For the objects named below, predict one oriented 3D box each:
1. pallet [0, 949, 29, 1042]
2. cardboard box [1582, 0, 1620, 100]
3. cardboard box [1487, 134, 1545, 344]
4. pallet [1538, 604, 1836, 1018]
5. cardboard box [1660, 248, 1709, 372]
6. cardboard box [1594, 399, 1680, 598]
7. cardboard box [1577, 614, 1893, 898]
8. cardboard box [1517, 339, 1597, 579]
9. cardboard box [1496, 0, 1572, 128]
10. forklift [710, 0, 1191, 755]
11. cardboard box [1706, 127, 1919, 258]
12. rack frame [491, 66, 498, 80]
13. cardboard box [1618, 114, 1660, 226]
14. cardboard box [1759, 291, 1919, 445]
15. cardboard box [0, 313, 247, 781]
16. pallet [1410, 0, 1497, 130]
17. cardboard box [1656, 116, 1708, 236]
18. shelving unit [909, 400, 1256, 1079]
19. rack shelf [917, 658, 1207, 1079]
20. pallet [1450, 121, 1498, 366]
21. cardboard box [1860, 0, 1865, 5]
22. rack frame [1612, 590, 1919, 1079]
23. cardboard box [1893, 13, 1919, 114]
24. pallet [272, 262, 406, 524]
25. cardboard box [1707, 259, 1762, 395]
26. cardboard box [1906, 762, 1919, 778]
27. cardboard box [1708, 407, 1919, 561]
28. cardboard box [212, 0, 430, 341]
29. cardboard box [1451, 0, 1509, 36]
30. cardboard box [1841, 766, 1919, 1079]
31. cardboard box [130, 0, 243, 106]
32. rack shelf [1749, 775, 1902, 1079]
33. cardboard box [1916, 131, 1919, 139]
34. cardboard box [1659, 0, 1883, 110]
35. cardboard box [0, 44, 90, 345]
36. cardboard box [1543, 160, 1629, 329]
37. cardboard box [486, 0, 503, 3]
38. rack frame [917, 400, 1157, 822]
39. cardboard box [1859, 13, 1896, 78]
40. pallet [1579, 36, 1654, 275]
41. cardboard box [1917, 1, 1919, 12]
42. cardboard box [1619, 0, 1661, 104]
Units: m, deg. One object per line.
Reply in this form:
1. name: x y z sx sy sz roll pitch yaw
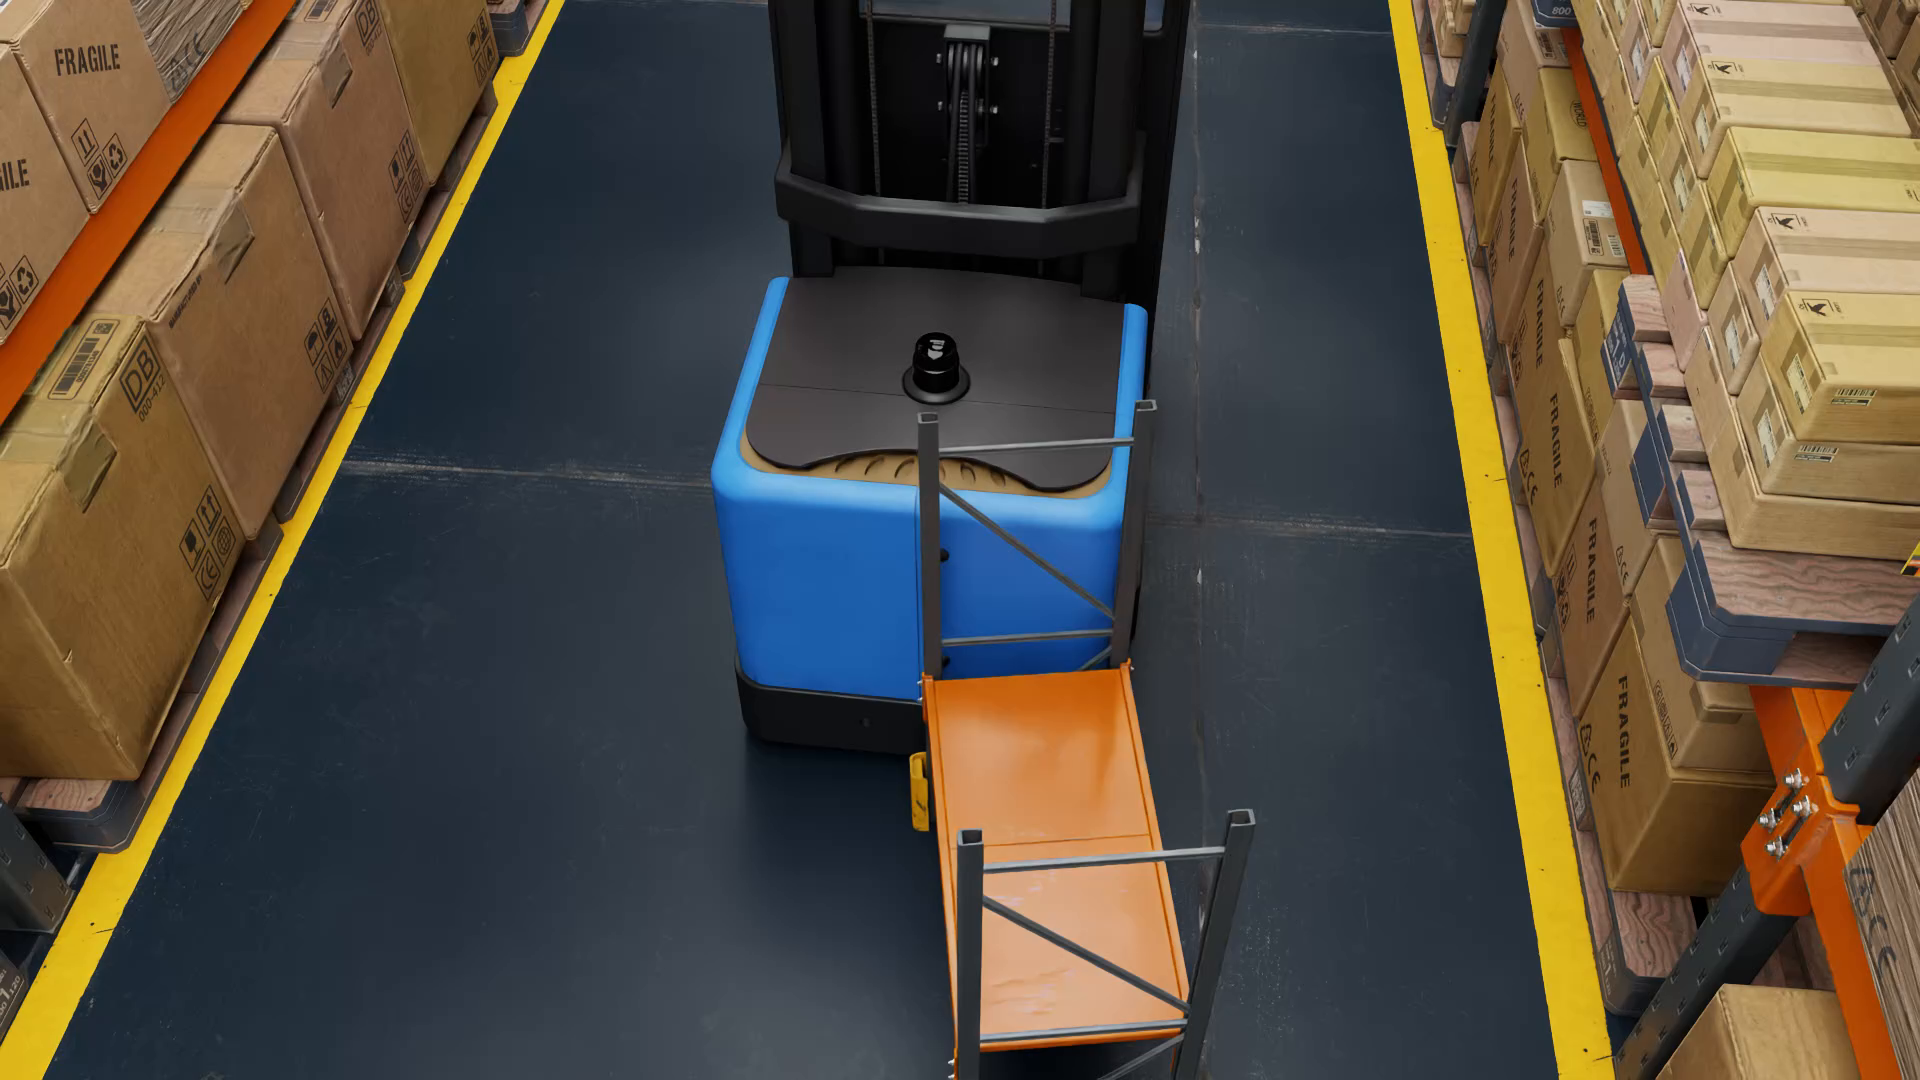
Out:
1. pallet: -2.910 1.450 3.781 1.003 0.211 1.213 4 48 4
2. cardboard box: 1.824 -1.251 4.247 0.380 0.149 0.250 2 48 2
3. cardboard box: 2.080 -0.981 5.524 0.500 0.500 0.500 6 48 5
4. pallet: 2.166 0.709 4.458 1.003 0.211 1.213 4 48 4
5. cardboard box: 1.728 -0.480 3.542 0.380 0.149 0.250 5 48 4
6. cardboard box: 1.929 -0.101 4.211 0.500 0.250 0.500 4 48 4
7. cardboard box: 1.893 0.543 4.130 0.500 0.500 0.500 4 48 3
8. cardboard box: 1.976 -0.228 4.835 0.500 0.500 0.500 2 48 2
9. cardboard box: 2.127 -1.623 5.603 0.500 0.250 0.500 2 48 2
10. forklift: 0.076 -1.451 4.590 1.130 2.935 3.031 5 48 5
11. cardboard box: 1.730 -0.683 3.325 0.380 0.149 0.250 5 48 5
12. rack frame: -2.473 -3.005 5.966 1.000 3.000 0.127 4 48 4
13. cardboard box: 1.777 -0.860 3.890 0.380 0.149 0.250 2 48 2
14. cardboard box: 1.681 -0.307 2.980 0.380 0.149 0.250 2 48 2
15. cardboard box: -2.754 0.004 4.369 1.225 0.875 0.875 2 48 2
16. pallet: 2.483 -2.152 7.075 1.003 0.211 1.213 4 48 4
17. cardboard box: 1.752 -0.782 3.617 0.380 0.149 0.250 4 48 4
18. shelving unit: 0.202 0.605 3.680 0.587 1.500 1.083 -3 48 -3
19. rack shelf: 0.203 0.733 3.807 0.538 0.185 1.000 -3 48 -3
20. pallet: 2.388 -1.084 6.098 1.003 0.211 1.213 4 48 4
21. cardboard box: 2.501 -1.480 4.255 0.380 0.149 0.250 4 48 4
22. rack frame: 2.093 0.342 2.904 1.000 3.000 0.127 4 48 4
23. cardboard box: 2.453 -1.103 3.910 0.380 0.149 0.250 3 48 3
24. pallet: -2.576 -0.593 5.649 1.003 0.211 1.213 4 48 4
25. cardboard box: 1.707 -0.405 3.272 0.380 0.149 0.250 5 48 5
26. cardboard box: 2.397 0.301 3.844 0.500 0.250 0.500 2 48 2
27. cardboard box: 1.680 -0.108 3.202 0.380 0.149 0.250 5 48 4
28. cardboard box: -2.592 -1.301 5.563 1.225 0.875 0.875 2 48 2
29. cardboard box: 2.170 -2.130 6.611 0.380 0.149 0.250 5 48 4
30. cardboard box: 1.783 0.620 2.582 0.500 0.500 0.500 4 48 4
31. cardboard box: -2.386 -1.561 4.578 0.500 0.500 0.500 4 48 4
32. rack shelf: 1.911 2.055 1.826 1.077 0.370 4.000 4 48 4
33. cardboard box: 2.428 -0.820 3.853 0.380 0.149 0.250 5 48 5
34. cardboard box: 1.779 -1.057 3.666 0.380 0.149 0.250 4 48 4
35. cardboard box: -2.477 -0.817 3.897 0.500 0.500 0.500 3 48 2
36. cardboard box: 2.030 -0.857 4.902 0.500 0.250 0.500 6 48 5
37. cardboard box: -2.333 -2.909 7.033 0.875 0.875 0.875 4 48 4
38. rack frame: 0.161 0.238 4.016 0.500 1.500 0.032 -3 48 -3
39. cardboard box: 2.479 -1.196 4.196 0.380 0.149 0.250 2 48 2
40. pallet: 2.233 -1.051 4.308 1.003 0.211 1.213 4 48 4
41. cardboard box: 2.446 -1.208 3.805 0.380 0.149 0.250 5 48 5
42. cardboard box: 1.800 -1.157 3.959 0.380 0.149 0.250 5 48 5
